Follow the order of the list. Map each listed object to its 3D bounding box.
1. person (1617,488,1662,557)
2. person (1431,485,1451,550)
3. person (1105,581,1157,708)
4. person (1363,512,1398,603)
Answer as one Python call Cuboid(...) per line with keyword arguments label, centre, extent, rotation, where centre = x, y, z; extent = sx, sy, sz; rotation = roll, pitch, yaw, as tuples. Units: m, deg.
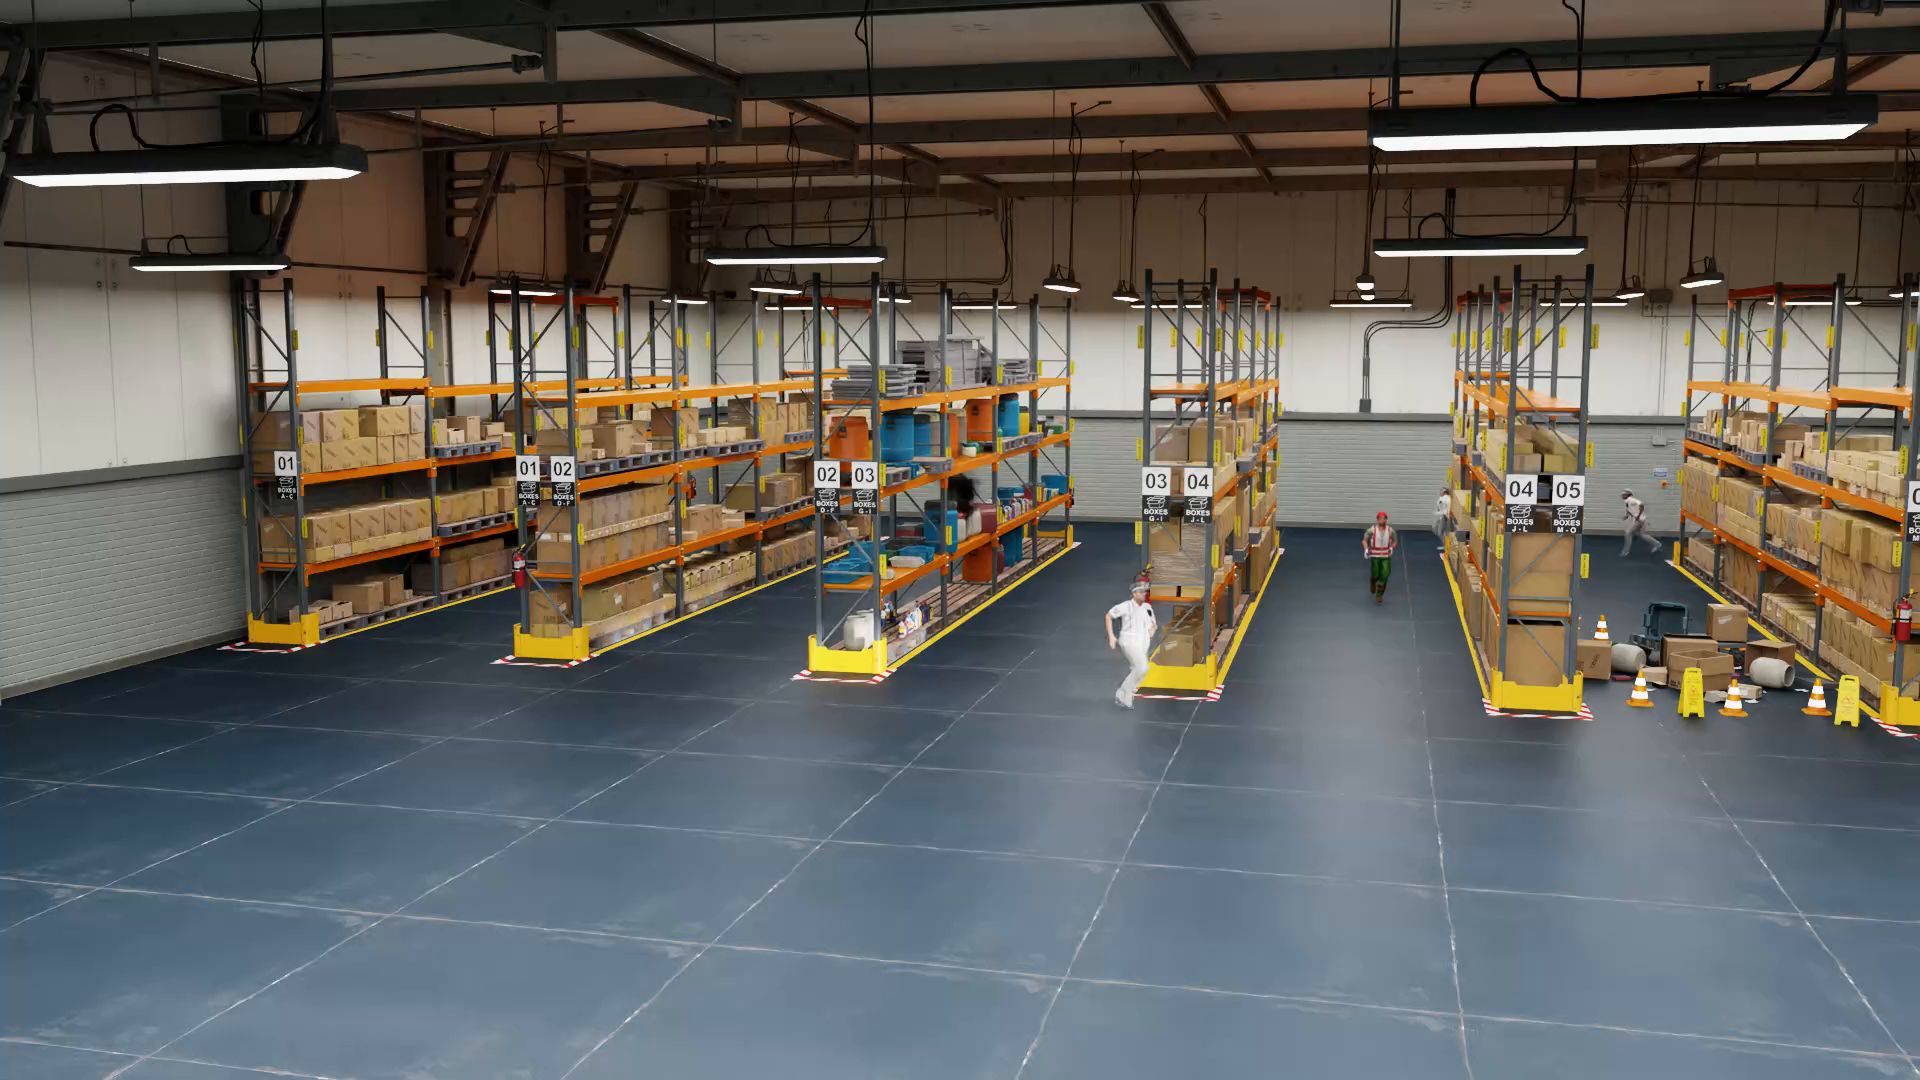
Cuboid(label="person", centre=(15.772, -0.373, 38.495), extent=(0.977, 1.644, 0.611), rotation=(1, 7, 7))
Cuboid(label="person", centre=(11.495, -0.532, 39.568), extent=(0.521, 1.589, 0.694), rotation=(0, 7, 3))
Cuboid(label="person", centre=(2.412, 1.422, 22.678), extent=(0.694, 1.716, 0.658), rotation=(-6, 9, -41))
Cuboid(label="person", centre=(8.075, 0.320, 31.922), extent=(0.657, 1.738, 0.606), rotation=(1, 7, 6))
